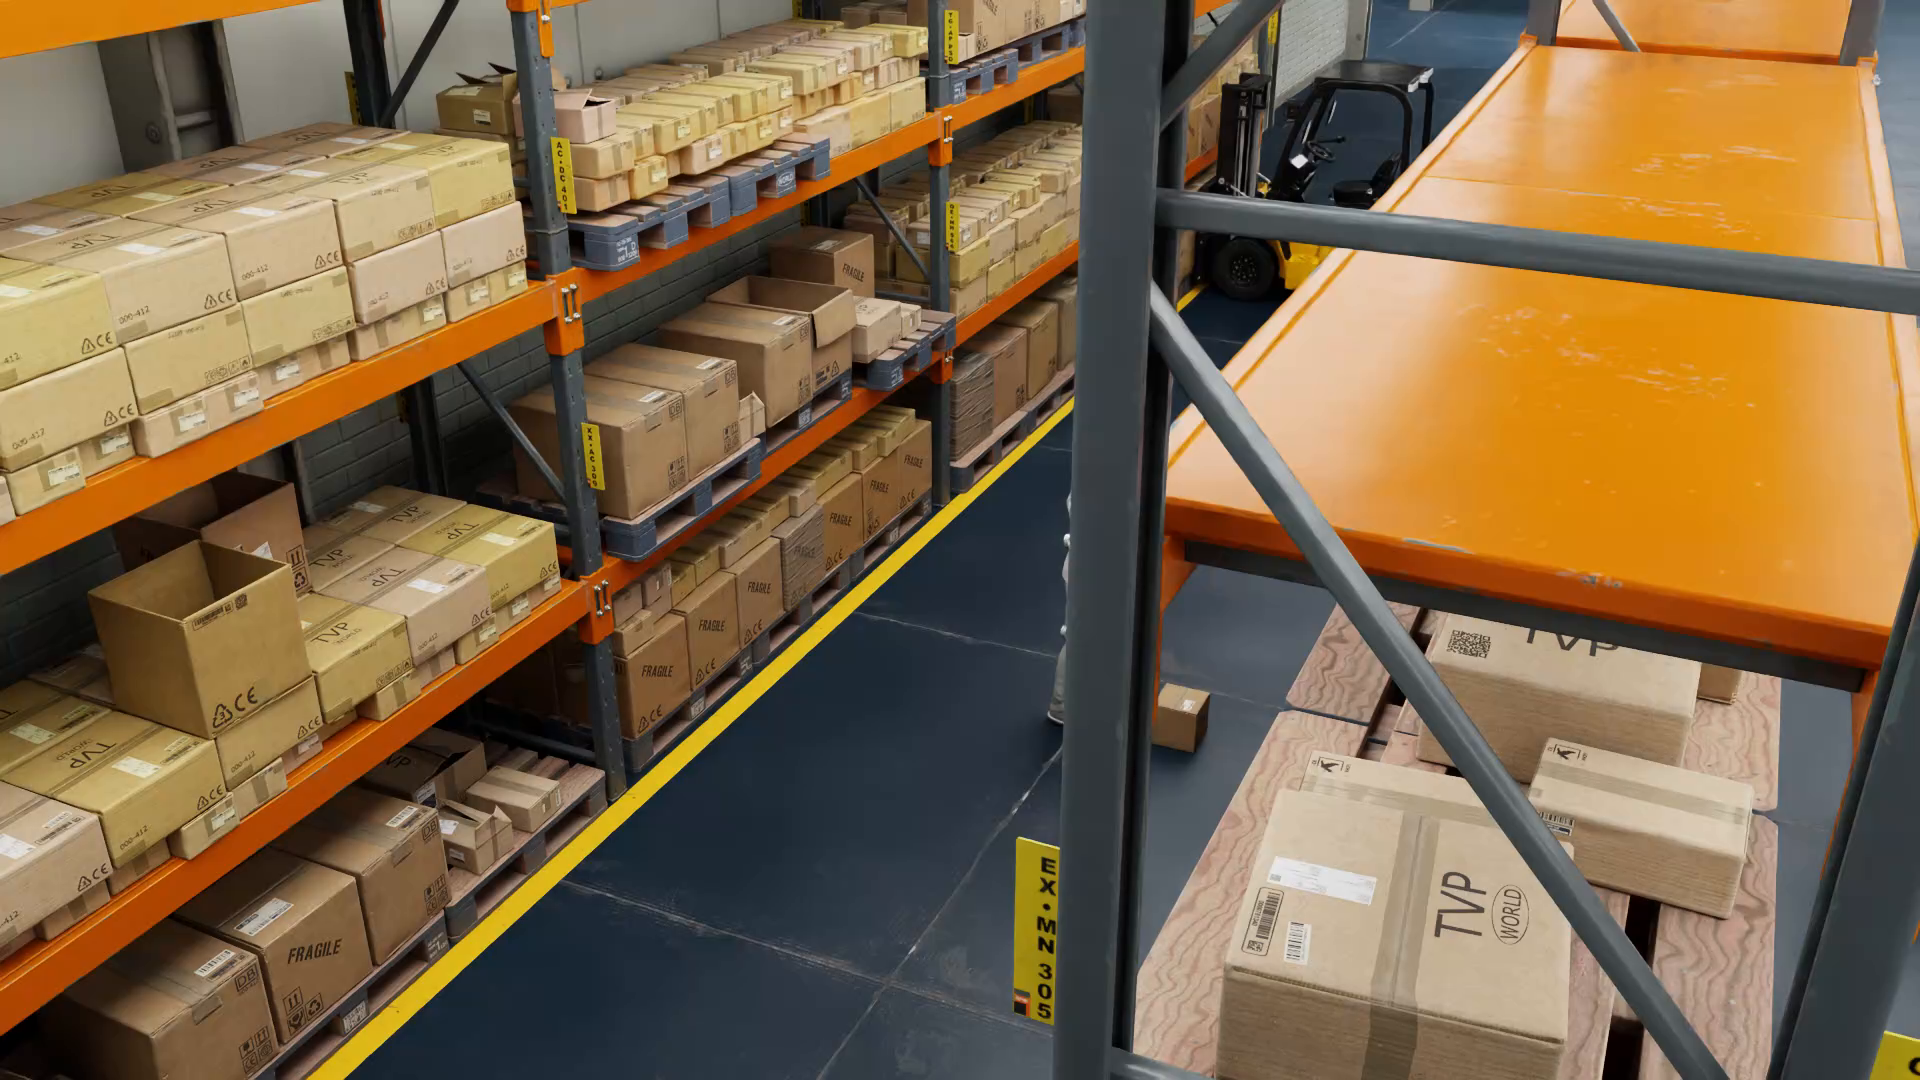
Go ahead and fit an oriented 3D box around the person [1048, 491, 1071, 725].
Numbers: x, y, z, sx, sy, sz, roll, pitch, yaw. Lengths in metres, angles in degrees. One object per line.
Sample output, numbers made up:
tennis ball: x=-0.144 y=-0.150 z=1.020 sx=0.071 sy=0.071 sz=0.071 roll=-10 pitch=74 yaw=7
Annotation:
person: x=0.802 y=0.207 z=8.984 sx=0.534 sy=1.775 sz=0.530 roll=12 pitch=28 yaw=23
